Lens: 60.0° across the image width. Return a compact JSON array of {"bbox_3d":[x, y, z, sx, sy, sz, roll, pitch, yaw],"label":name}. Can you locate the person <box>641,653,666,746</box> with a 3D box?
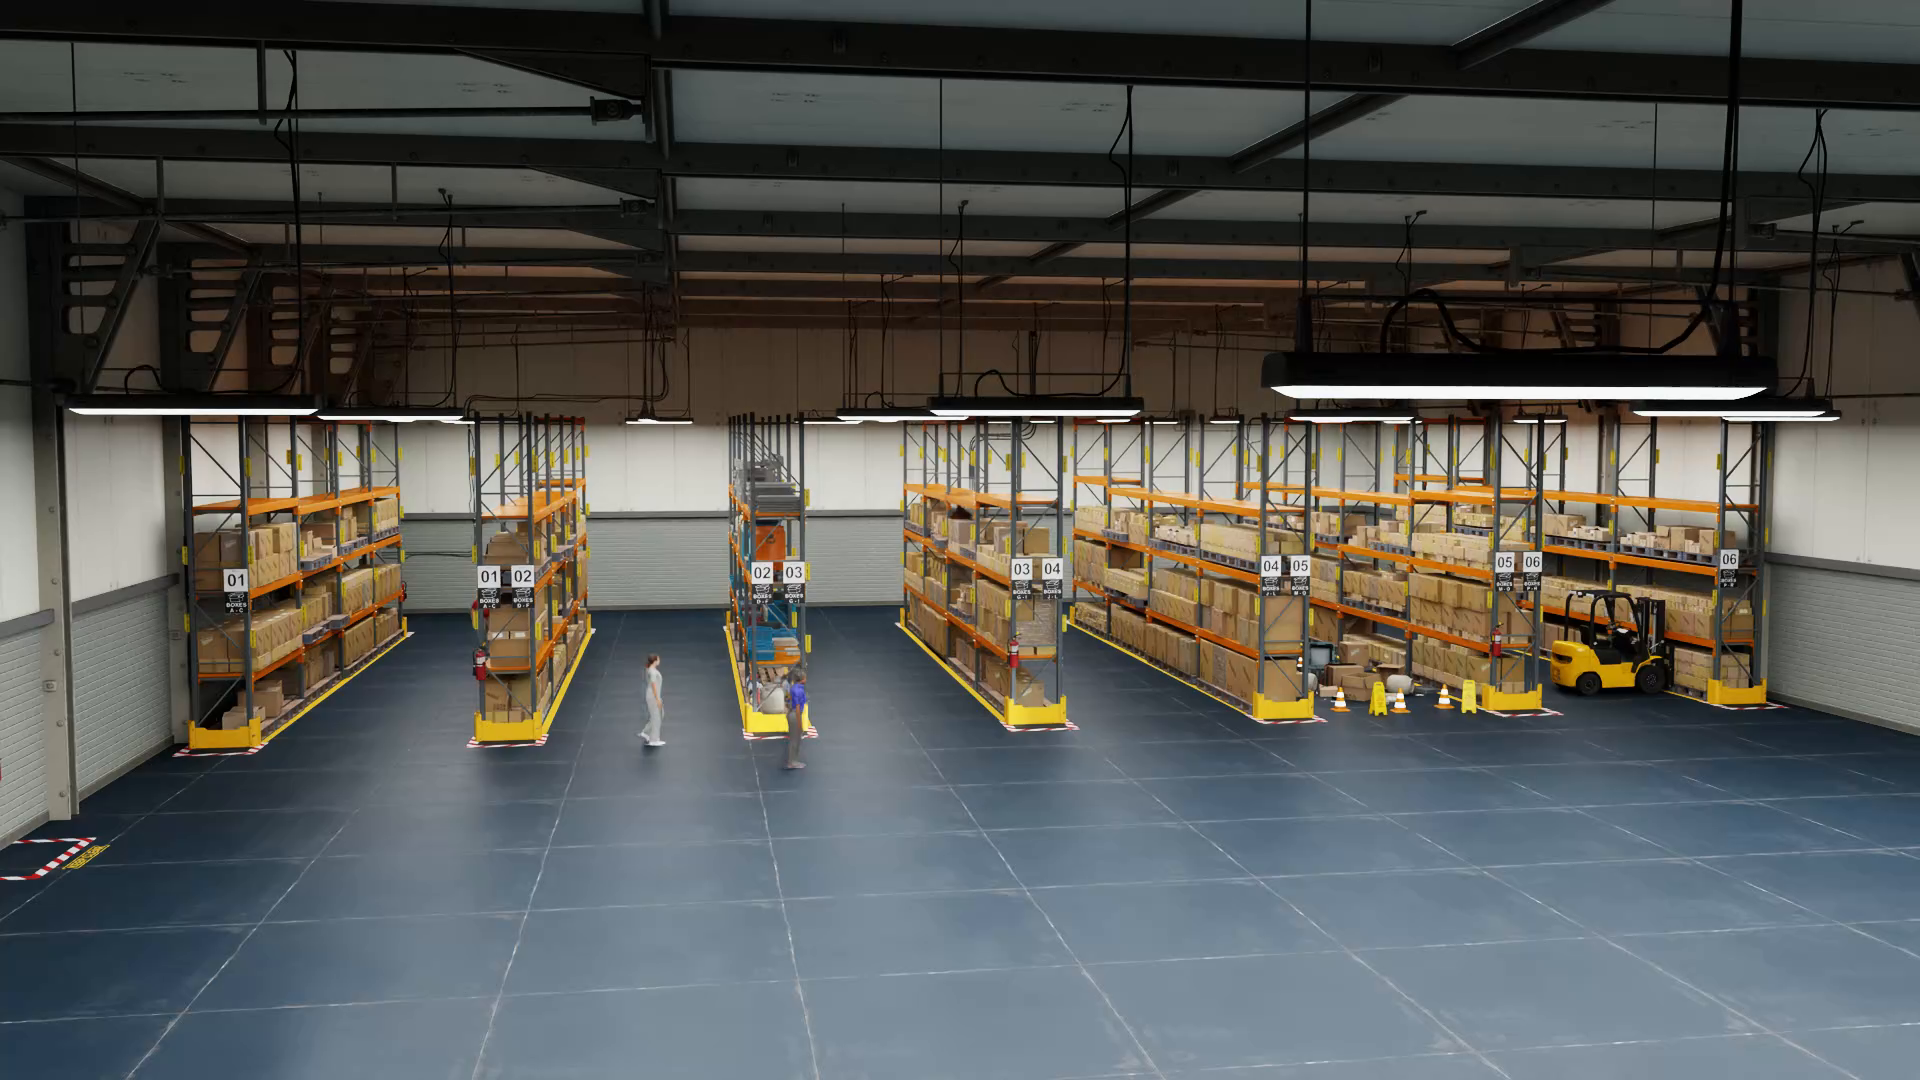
[{"bbox_3d":[-5.545,2.860,29.960,0.476,1.669,0.513,0,4,-5],"label":"person"}]

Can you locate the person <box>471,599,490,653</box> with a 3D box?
[{"bbox_3d":[-11.863,2.078,41.577,0.695,1.741,0.947,-1,4,-8],"label":"person"}]

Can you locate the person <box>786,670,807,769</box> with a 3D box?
[{"bbox_3d":[-2.737,3.004,27.870,0.354,1.657,0.475,-1,4,-12],"label":"person"}]
